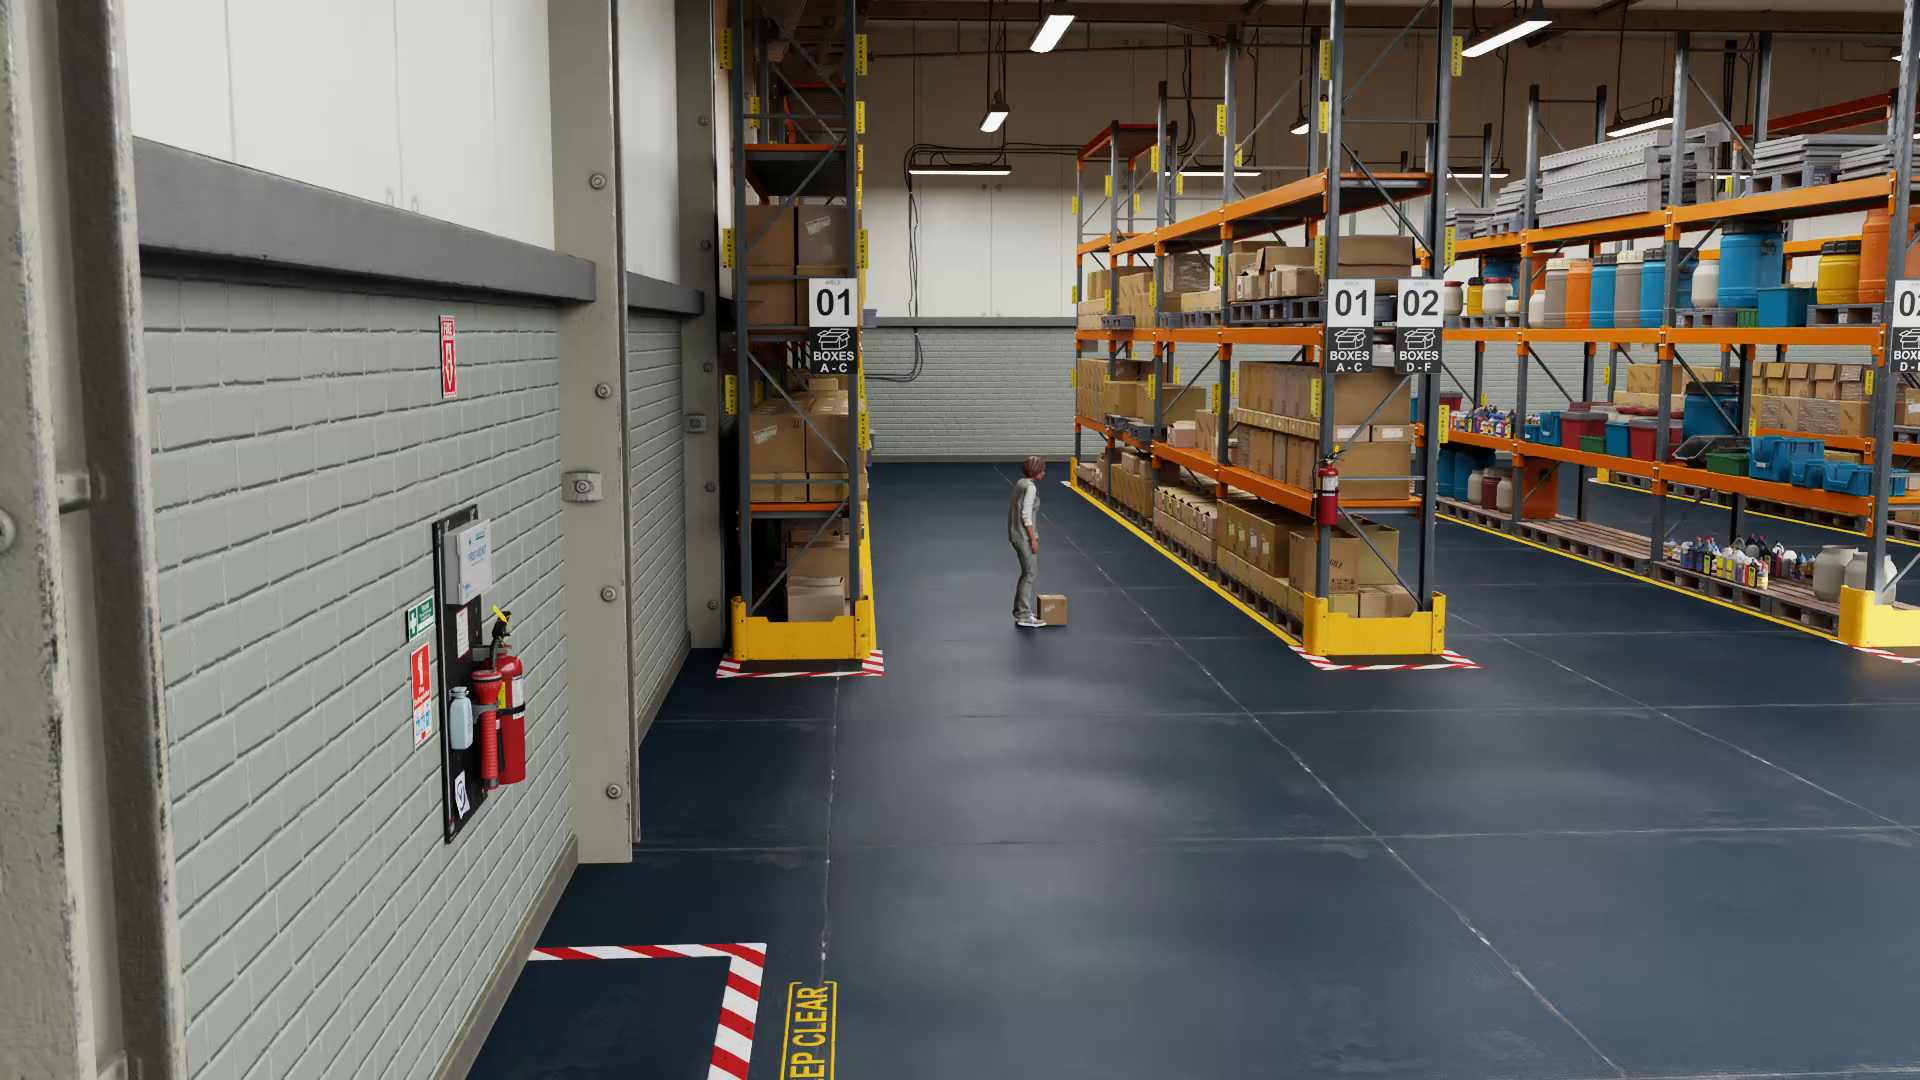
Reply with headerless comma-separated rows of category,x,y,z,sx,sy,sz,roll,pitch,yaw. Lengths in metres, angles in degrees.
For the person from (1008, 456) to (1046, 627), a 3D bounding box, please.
person,0.637,0.005,15.767,0.347,1.592,0.476,-1,7,-5
